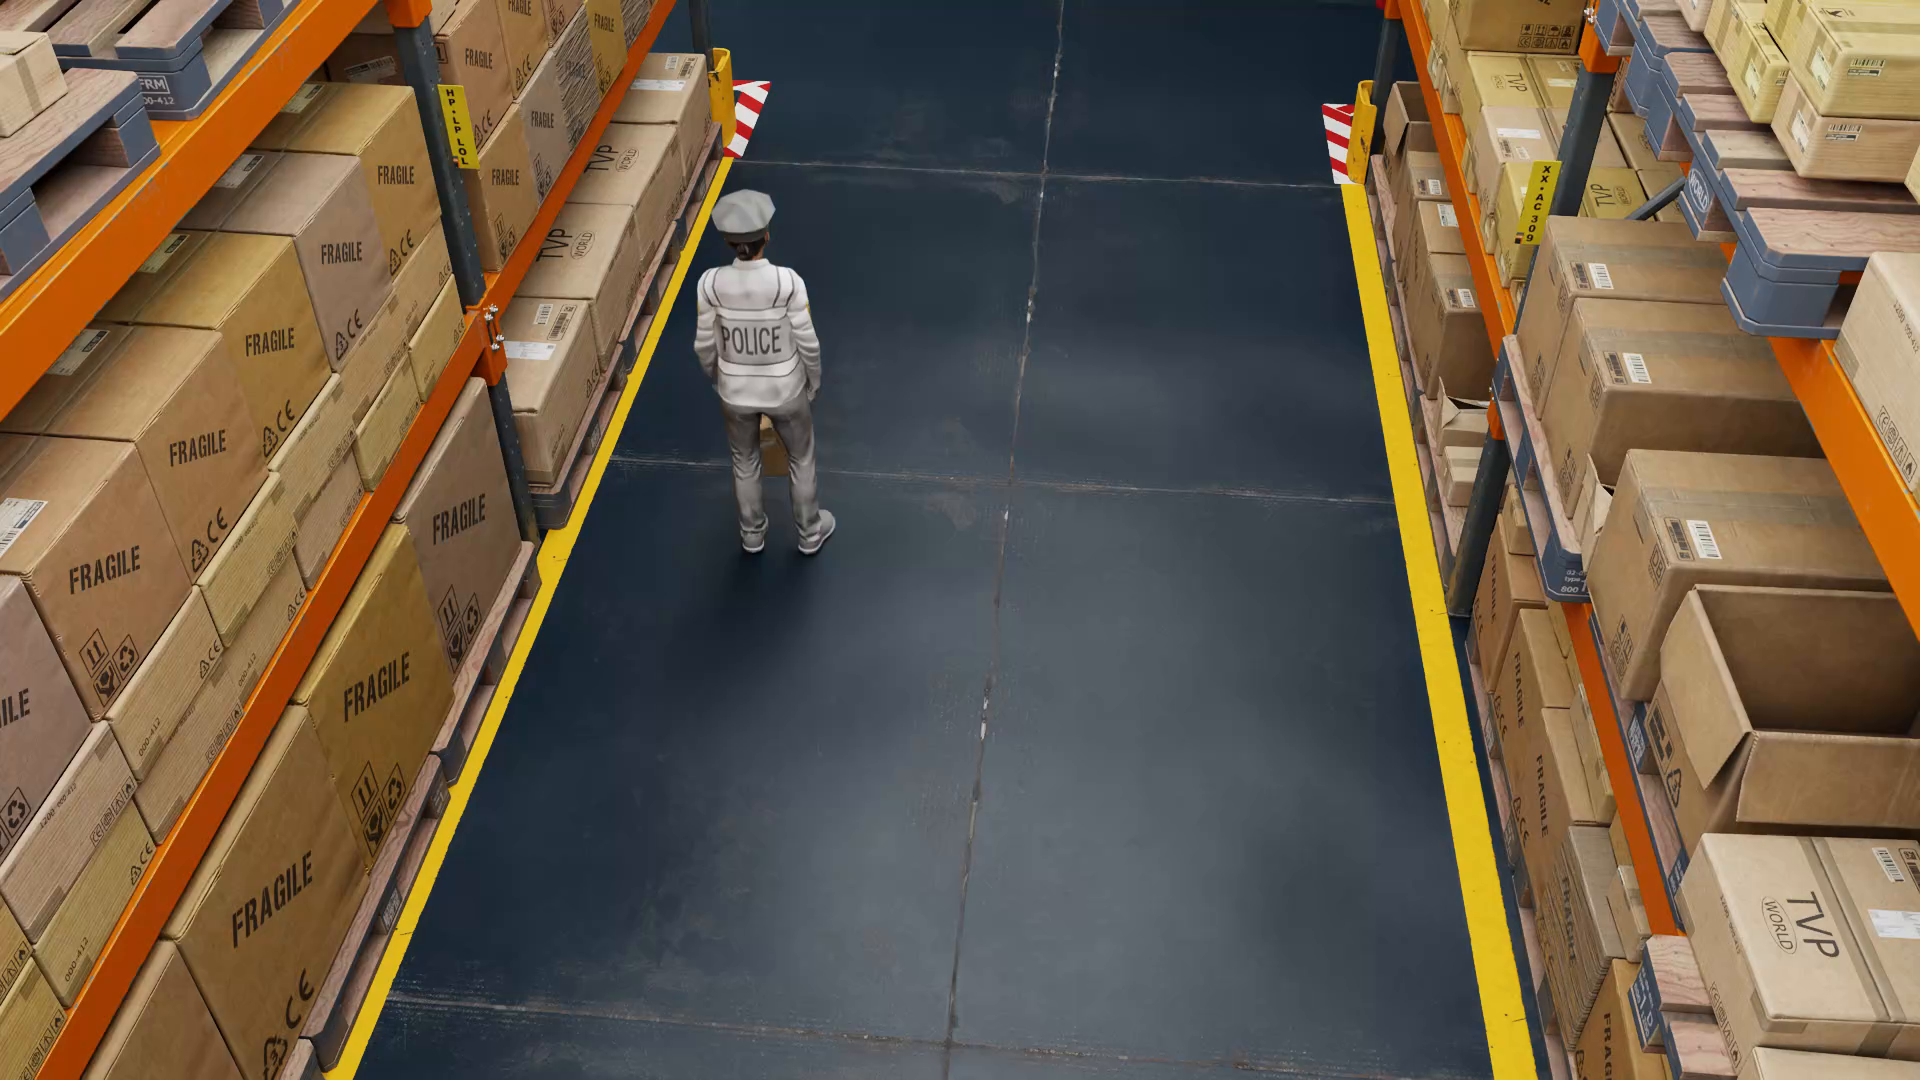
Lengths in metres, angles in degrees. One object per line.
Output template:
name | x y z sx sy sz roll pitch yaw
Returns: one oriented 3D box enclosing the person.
person | -0.819 -0.633 6.898 0.510 1.667 0.358 2 40 2
